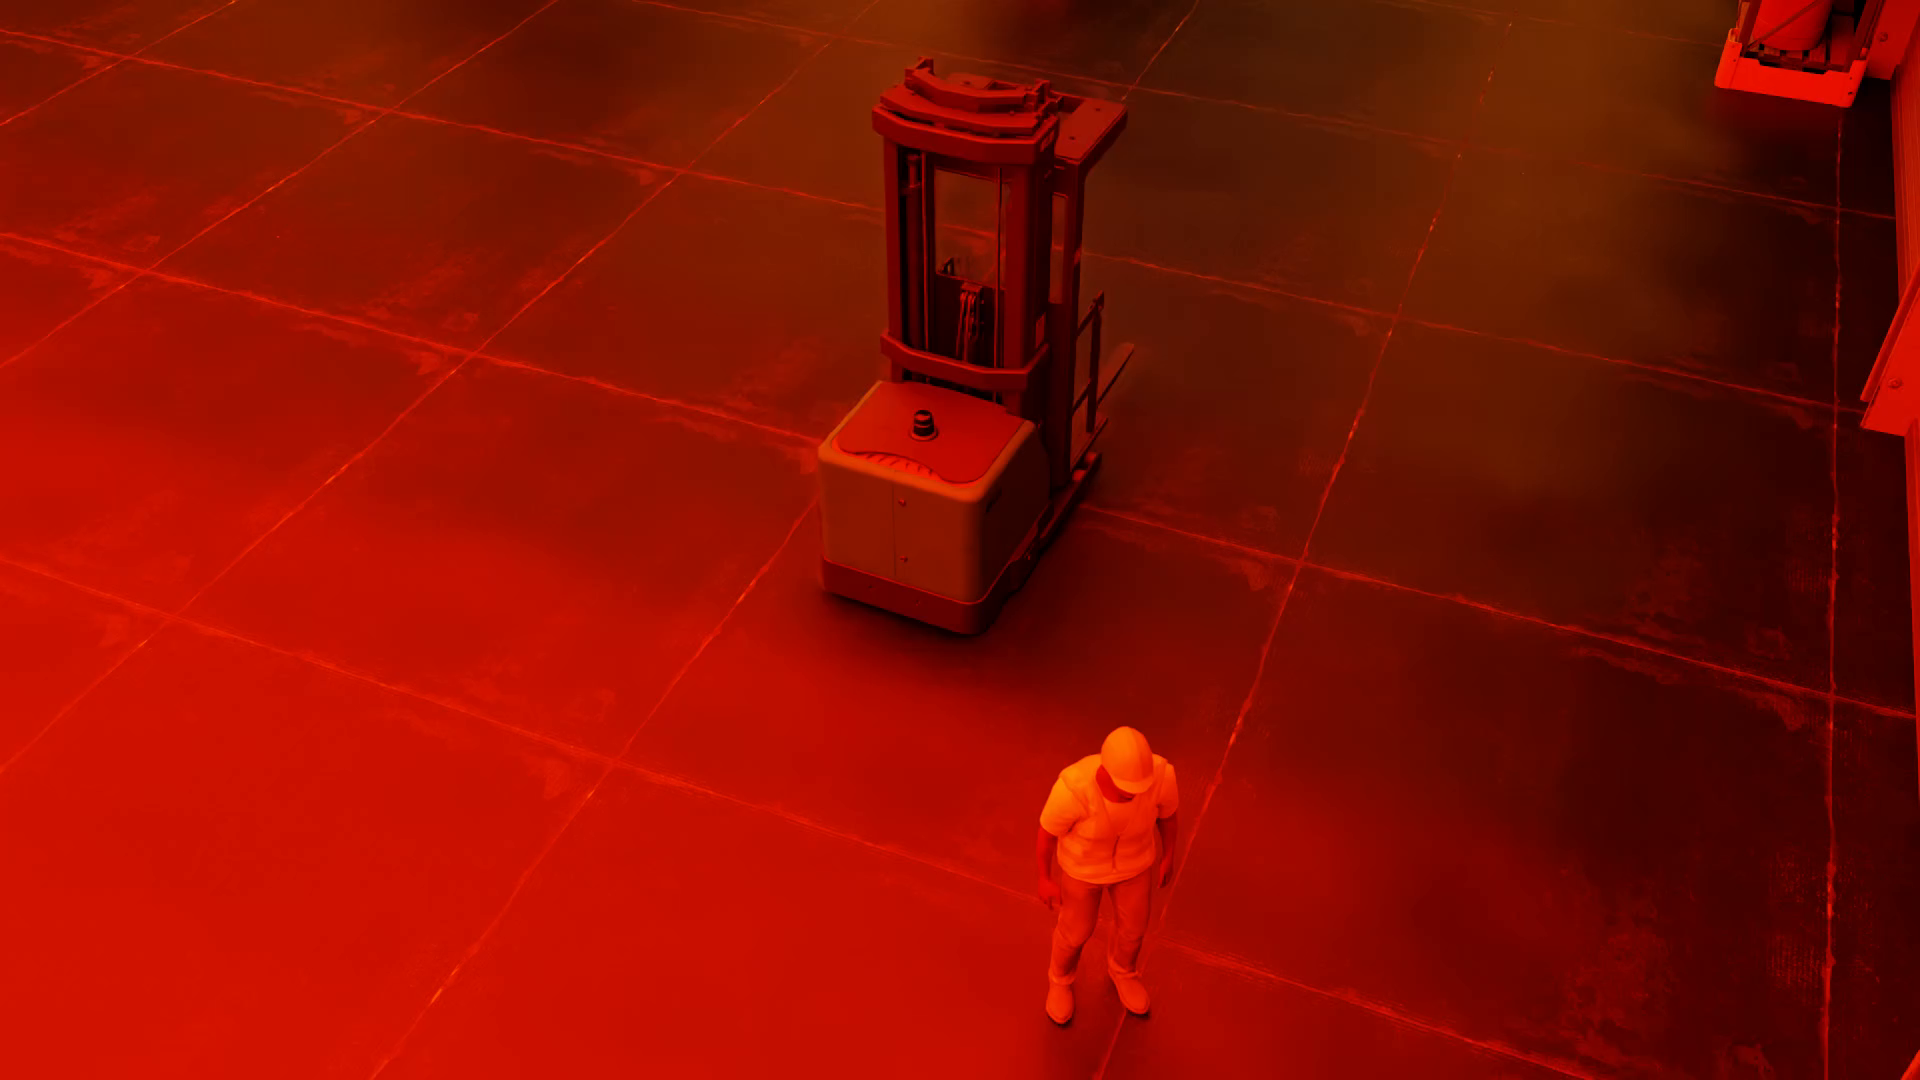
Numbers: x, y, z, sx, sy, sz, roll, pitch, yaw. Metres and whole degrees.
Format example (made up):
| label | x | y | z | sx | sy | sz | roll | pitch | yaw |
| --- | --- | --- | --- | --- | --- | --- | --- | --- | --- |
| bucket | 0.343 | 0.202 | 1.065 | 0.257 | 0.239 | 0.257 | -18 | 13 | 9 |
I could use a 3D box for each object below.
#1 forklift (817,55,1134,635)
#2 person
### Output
| label | x | y | z | sx | sy | sz | roll | pitch | yaw |
| --- | --- | --- | --- | --- | --- | --- | --- | --- | --- |
| forklift | 0.267 | -1.525 | 9.828 | 1.130 | 2.935 | 3.031 | 17 | 43 | 19 |
| person | 0.643 | 1.423 | 7.222 | 0.628 | 1.759 | 0.454 | -7 | 40 | -8 |
